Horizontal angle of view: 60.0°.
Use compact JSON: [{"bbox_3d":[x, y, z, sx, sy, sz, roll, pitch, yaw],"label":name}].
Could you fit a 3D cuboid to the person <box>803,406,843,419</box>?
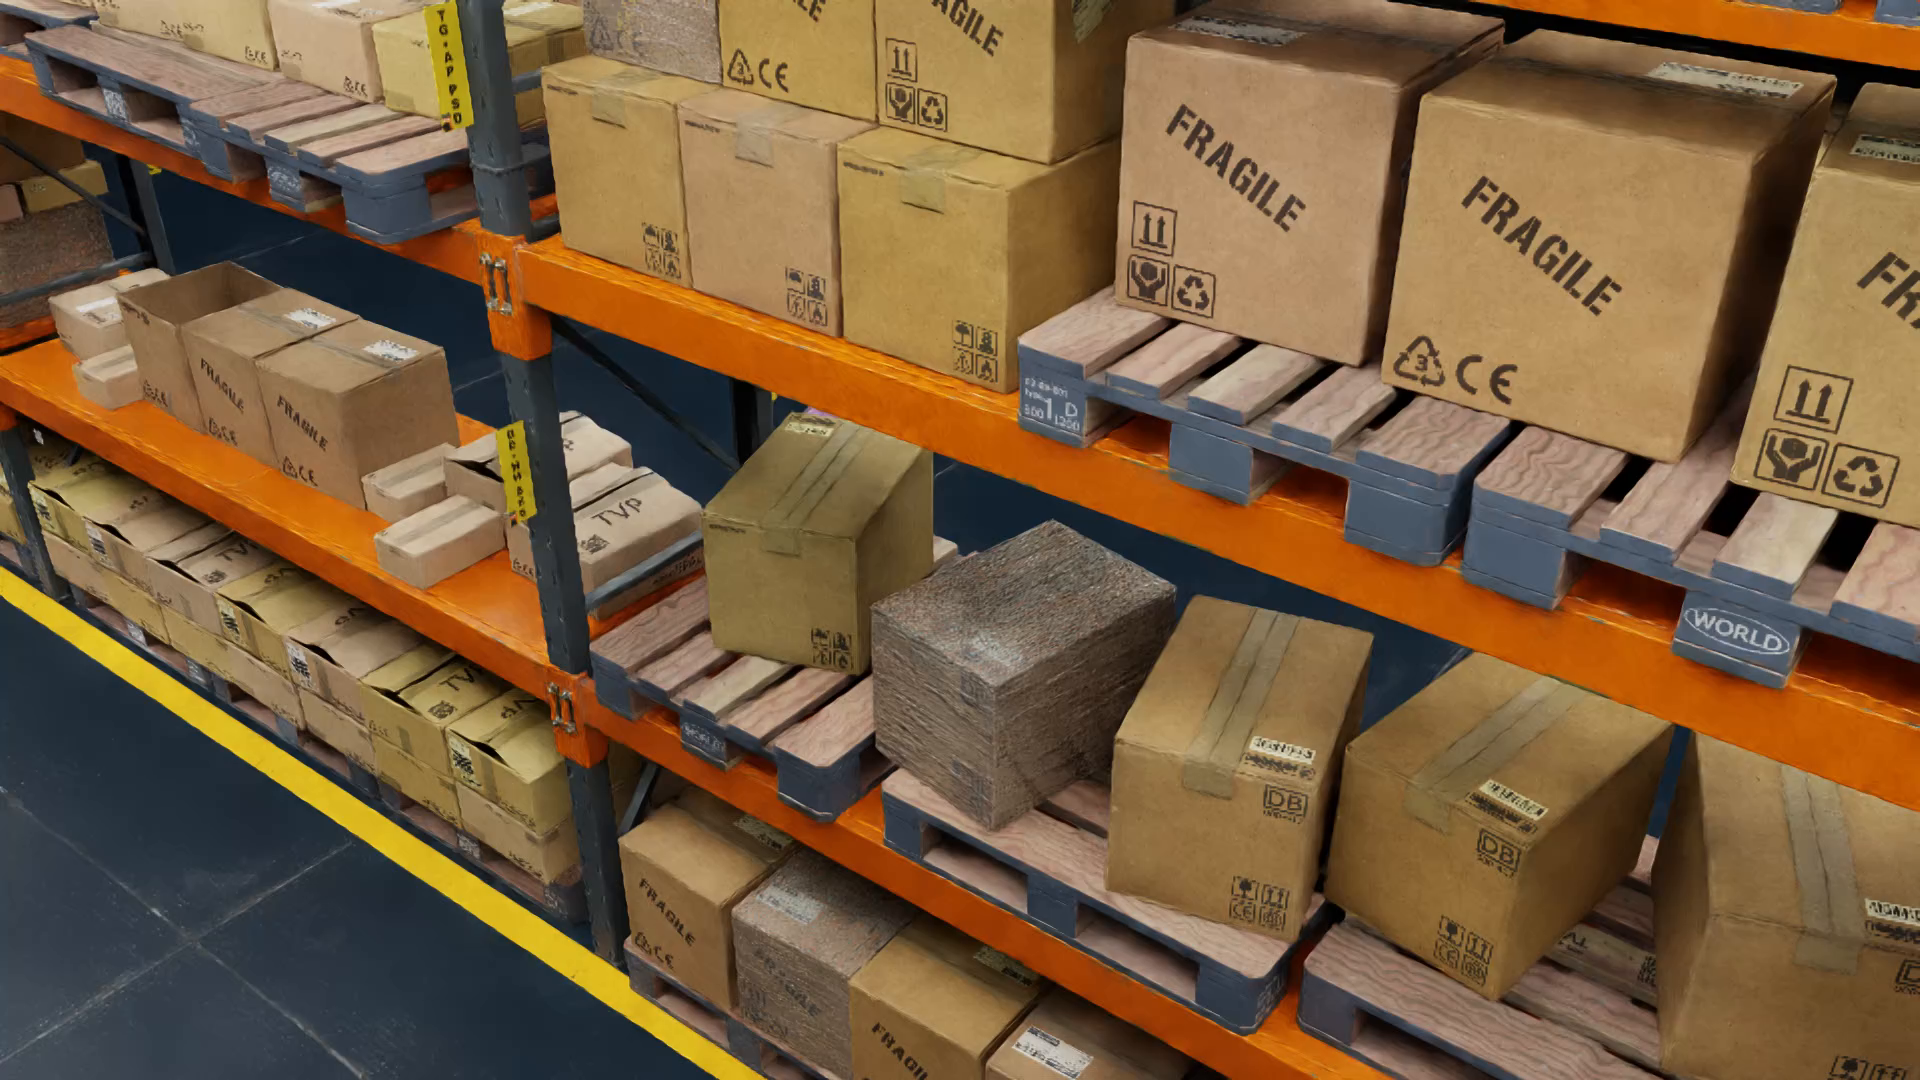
[{"bbox_3d":[-0.630,-0.134,7.387,0.441,1.571,0.585,18,36,27],"label":"person"}]
